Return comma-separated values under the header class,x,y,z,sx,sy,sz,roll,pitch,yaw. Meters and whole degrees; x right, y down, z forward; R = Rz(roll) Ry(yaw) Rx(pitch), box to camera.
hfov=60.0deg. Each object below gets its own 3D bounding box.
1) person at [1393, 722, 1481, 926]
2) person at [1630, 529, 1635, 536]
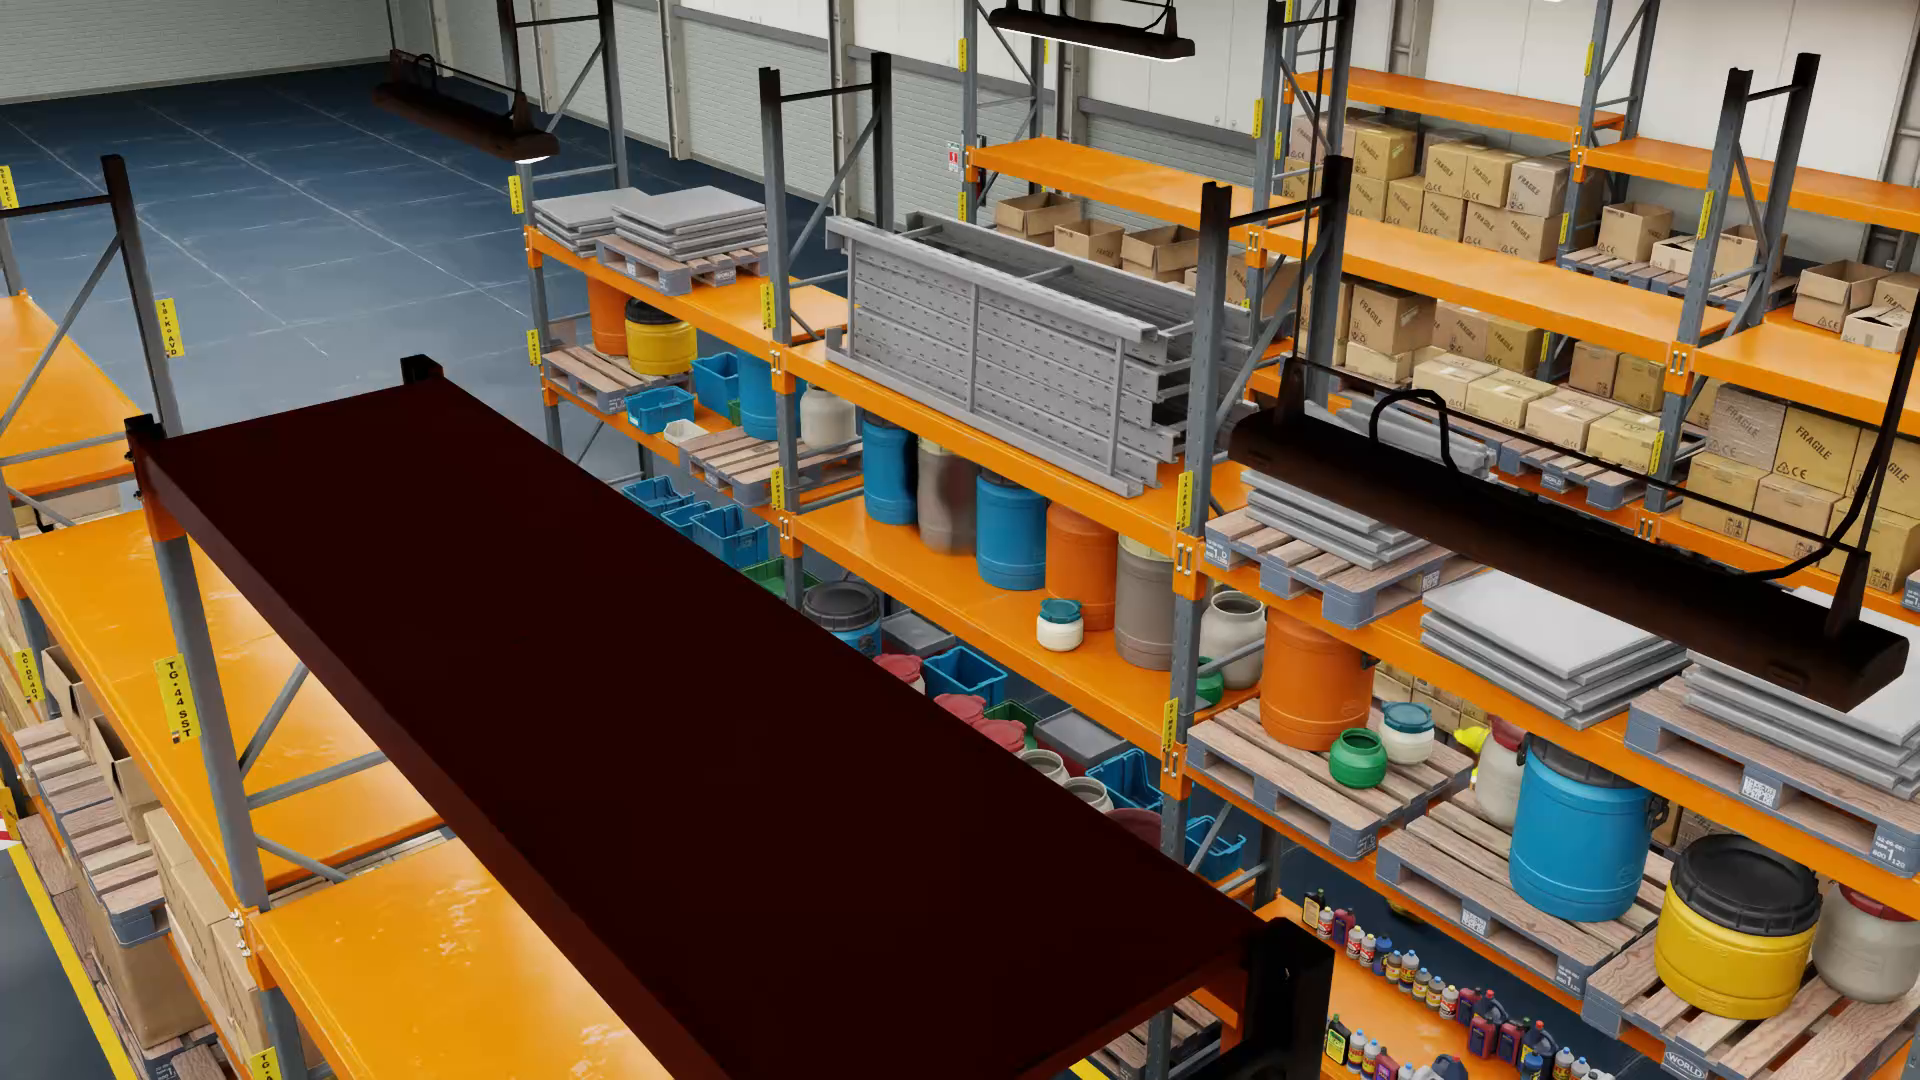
class,x,y,z,sx,sy,sz,roll,pitch,yaw
person,3.543,2.074,11.990,0.589,1.719,0.662,-21,33,-36
person,6.004,0.639,15.059,0.679,1.685,0.945,-20,32,-35
